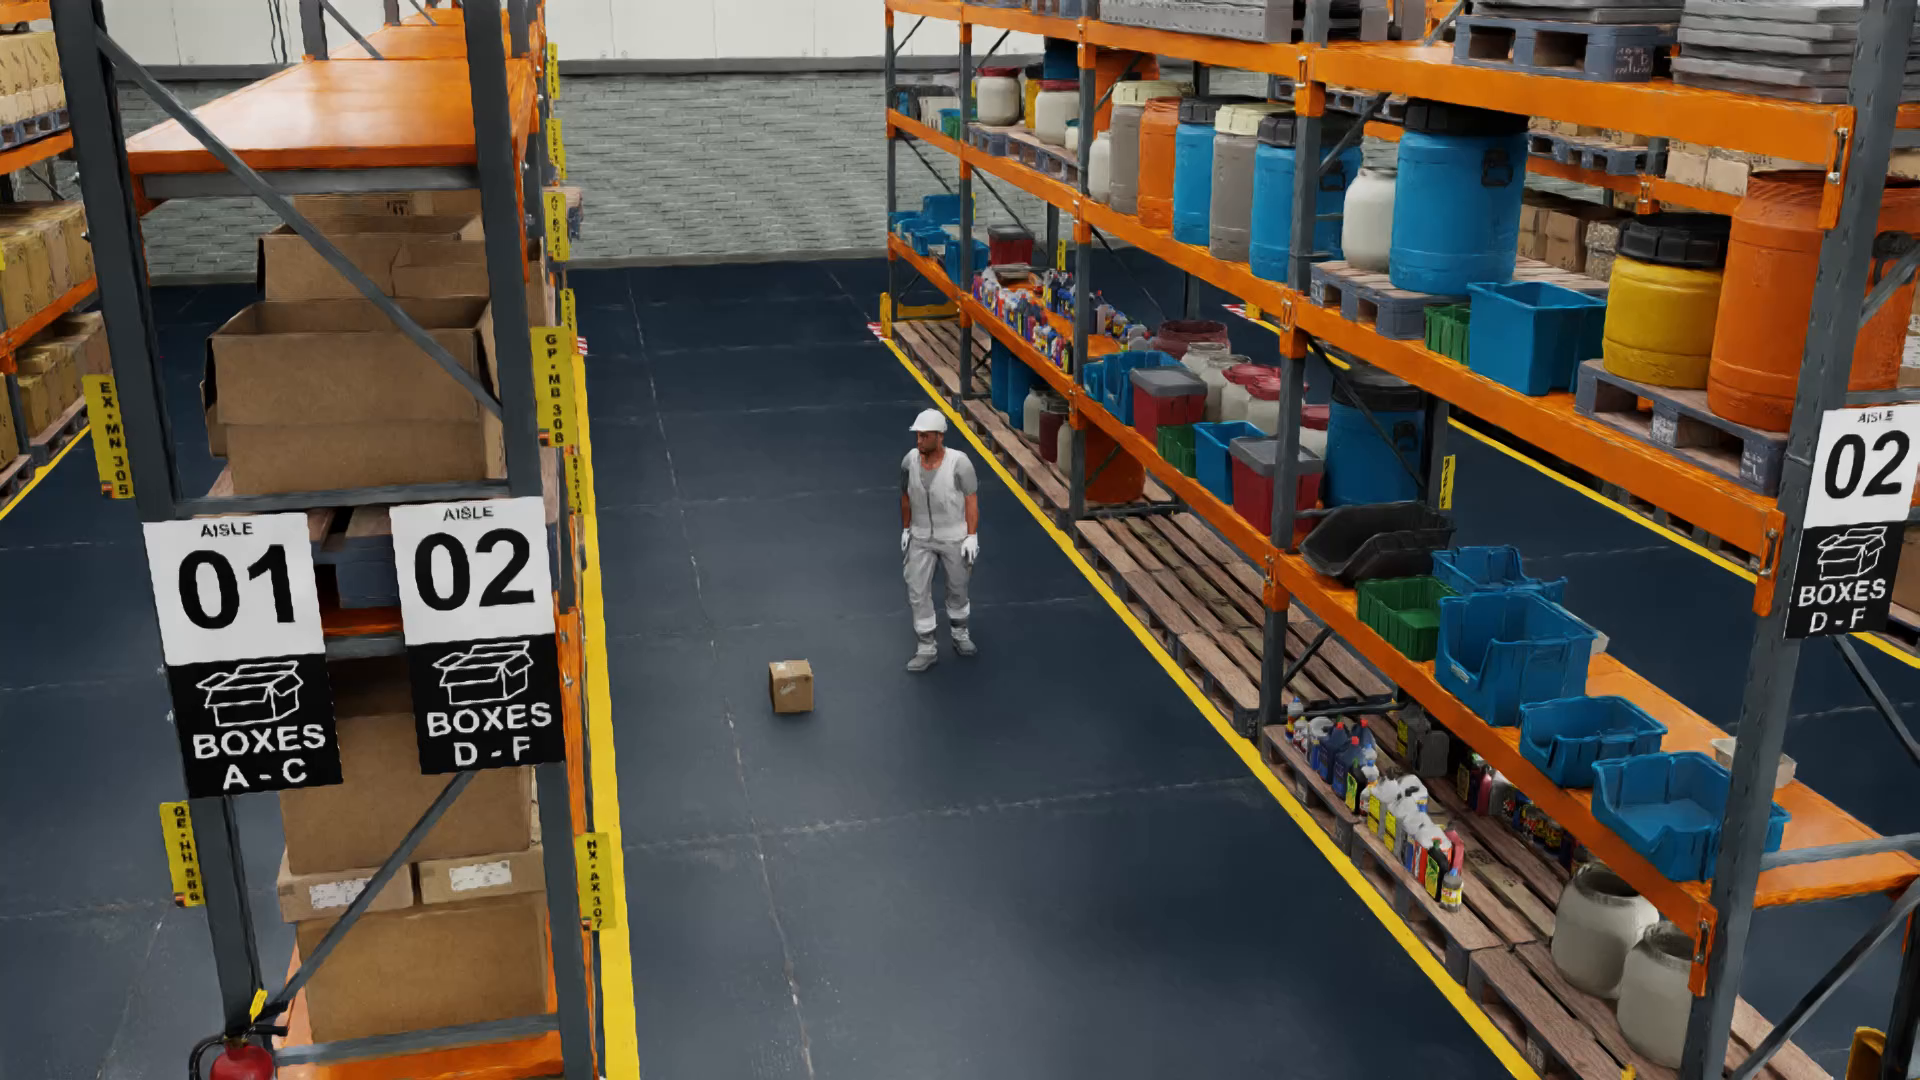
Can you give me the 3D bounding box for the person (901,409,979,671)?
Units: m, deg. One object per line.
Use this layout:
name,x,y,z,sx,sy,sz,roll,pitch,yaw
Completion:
person,-0.136,-0.018,11.091,0.566,1.781,0.585,6,20,16
